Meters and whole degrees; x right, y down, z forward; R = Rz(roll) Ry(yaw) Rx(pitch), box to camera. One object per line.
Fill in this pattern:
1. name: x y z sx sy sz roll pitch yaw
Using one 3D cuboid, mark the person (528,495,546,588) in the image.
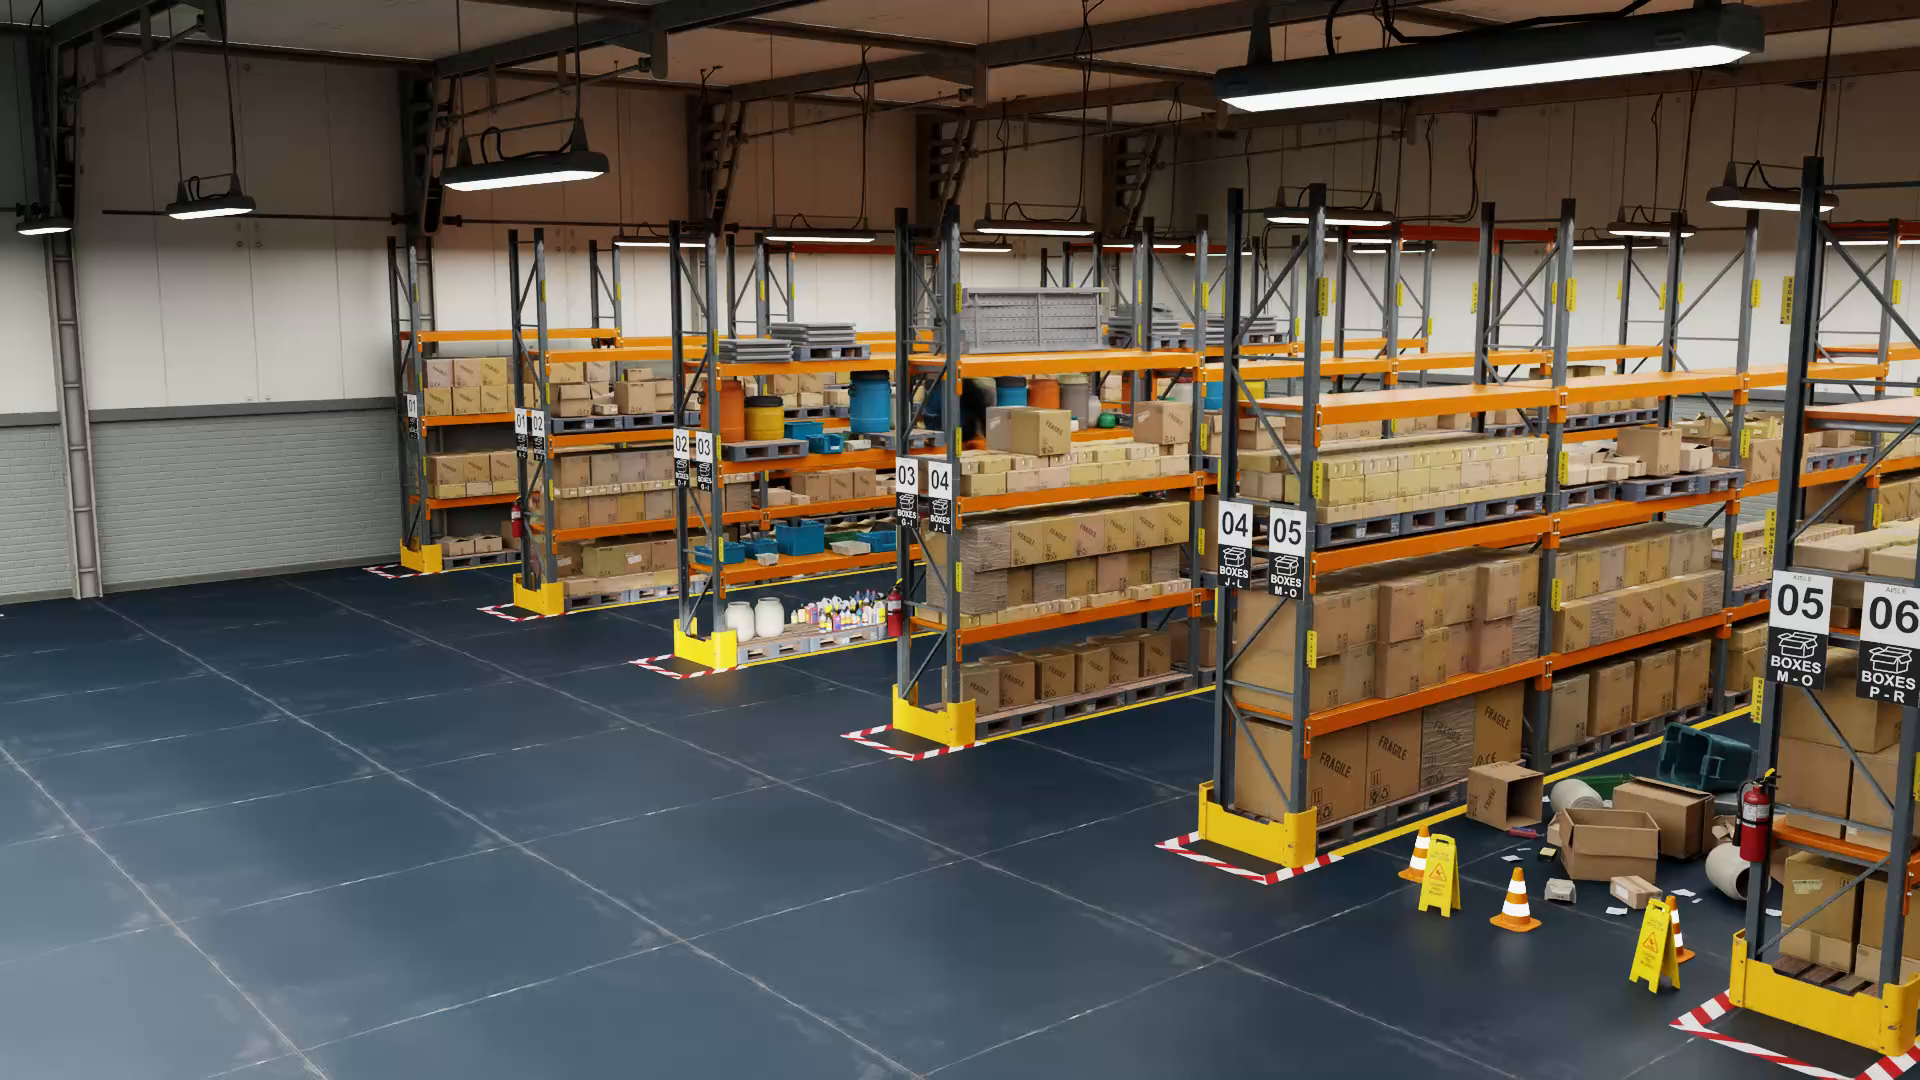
1. person: -7.150 0.045 28.129 0.663 1.618 0.587 -6 11 -34
